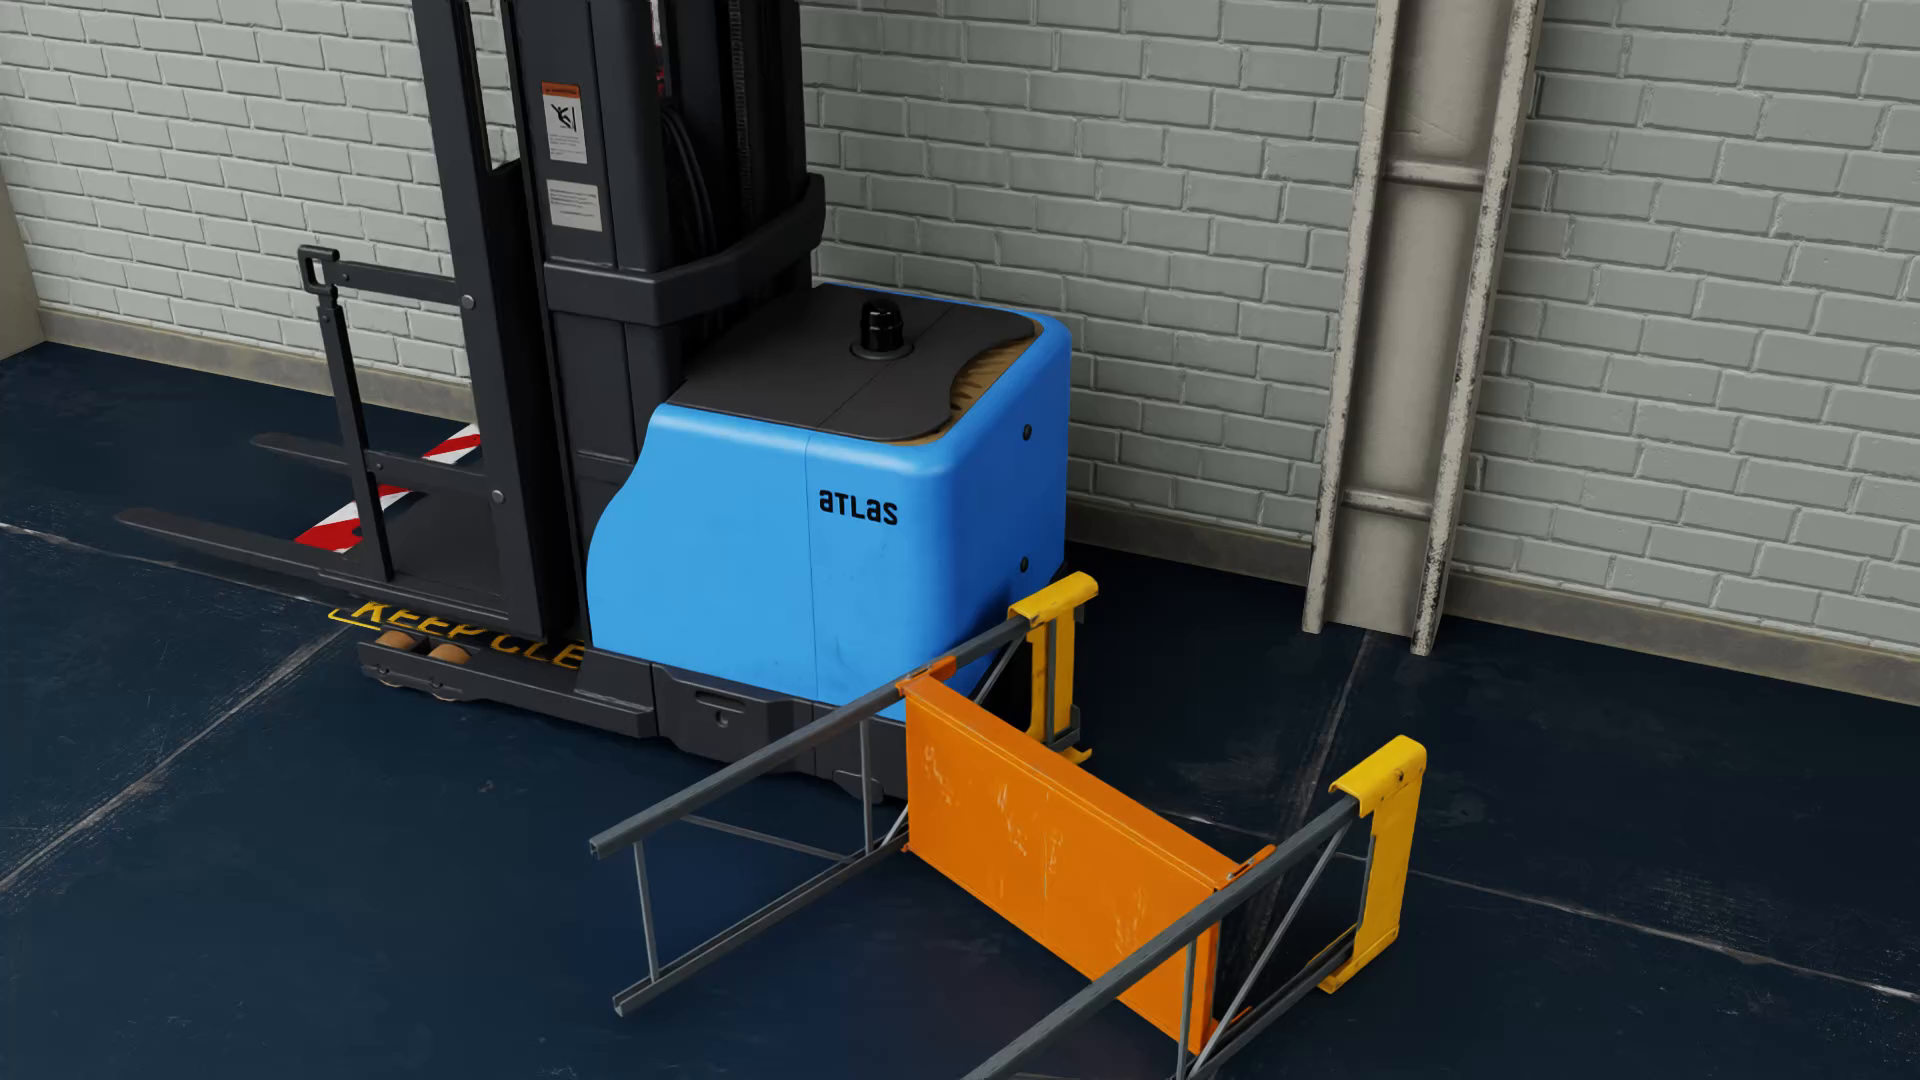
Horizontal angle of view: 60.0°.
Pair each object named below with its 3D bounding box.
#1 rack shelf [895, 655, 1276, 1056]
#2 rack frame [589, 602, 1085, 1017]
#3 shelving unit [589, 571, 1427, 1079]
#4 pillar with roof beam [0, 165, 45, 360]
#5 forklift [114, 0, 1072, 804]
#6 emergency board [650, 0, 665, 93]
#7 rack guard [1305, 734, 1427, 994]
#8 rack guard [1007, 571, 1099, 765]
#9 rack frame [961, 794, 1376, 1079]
[{"bbox_3d":[0.254,0.716,3.858,0.185,0.538,1.000,-25,38,-36],"label":"rack shelf"},{"bbox_3d":[-0.226,0.596,4.075,1.500,0.500,0.032,-25,38,-36],"label":"rack frame"},{"bbox_3d":[0.129,0.781,3.746,1.500,0.587,1.083,-25,38,-36],"label":"shelving unit"},{"bbox_3d":[-5.861,-2.813,1.581,0.400,9.000,9.100,11,31,19],"label":"pillar with roof beam"},{"bbox_3d":[-1.239,-1.027,4.588,3.031,2.935,1.130,11,31,19],"label":"forklift"},{"bbox_3d":[-0.958,-1.529,5.406,0.643,1.169,0.194,11,31,19],"label":"emergency board"},{"bbox_3d":[0.925,0.745,3.800,0.250,0.587,0.087,-25,38,-36],"label":"rack guard"},{"bbox_3d":[0.243,0.387,4.432,0.250,0.587,0.087,-25,38,-36],"label":"rack guard"},{"bbox_3d":[0.470,0.961,3.429,1.500,0.500,0.032,-25,38,-36],"label":"rack frame"}]
